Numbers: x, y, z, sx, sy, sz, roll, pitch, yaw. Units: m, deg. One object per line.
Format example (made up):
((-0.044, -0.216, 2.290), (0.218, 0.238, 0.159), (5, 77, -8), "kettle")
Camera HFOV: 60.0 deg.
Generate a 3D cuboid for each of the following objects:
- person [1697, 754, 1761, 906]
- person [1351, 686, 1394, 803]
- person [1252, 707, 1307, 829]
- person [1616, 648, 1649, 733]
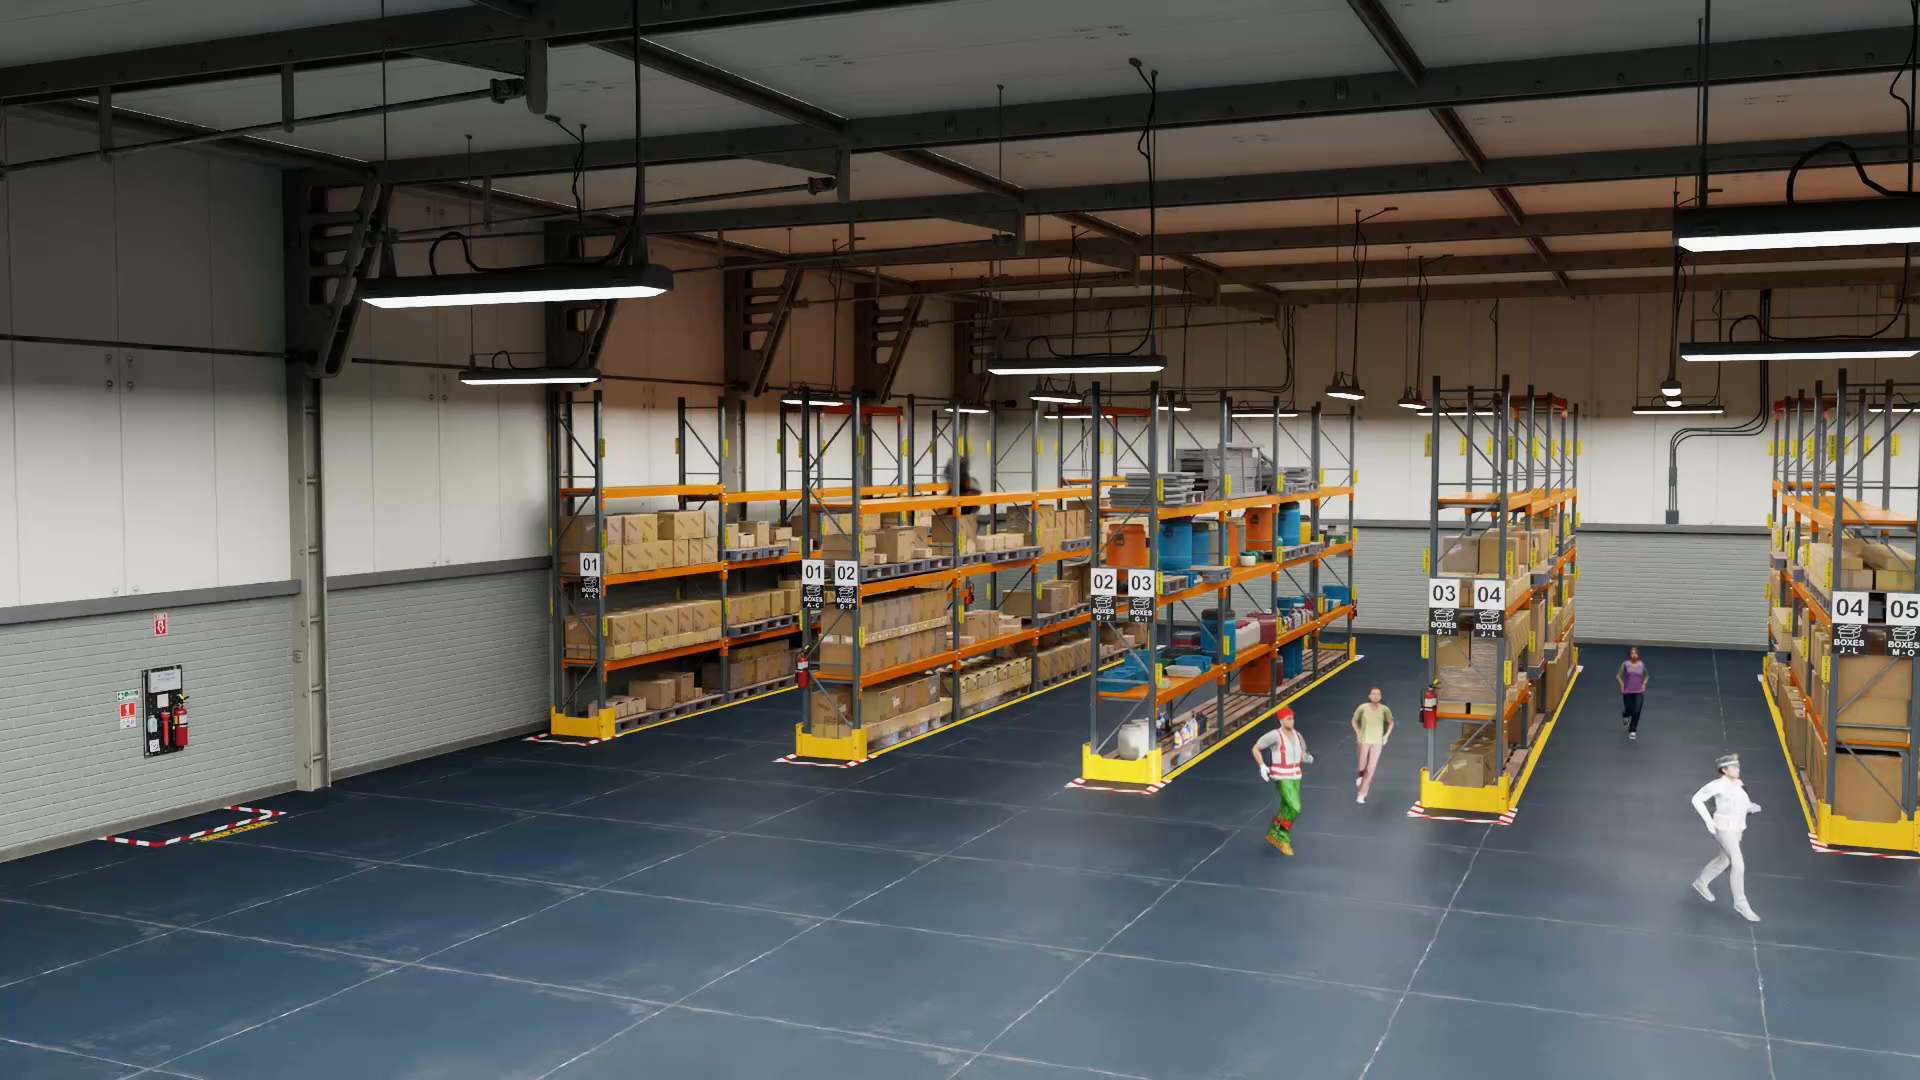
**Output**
((8.225, 3.087, 17.900), (0.471, 1.599, 0.759), (-2, 4, -33), "person")
((5.886, 2.894, 23.713), (0.592, 1.644, 0.681), (1, 3, 9), "person")
((-0.115, 2.420, 27.827), (2.845, 1.515, 17.099), (-2, 4, -37), "person")
((11.659, 2.598, 28.814), (0.537, 1.475, 0.521), (1, 3, 13), "person")
